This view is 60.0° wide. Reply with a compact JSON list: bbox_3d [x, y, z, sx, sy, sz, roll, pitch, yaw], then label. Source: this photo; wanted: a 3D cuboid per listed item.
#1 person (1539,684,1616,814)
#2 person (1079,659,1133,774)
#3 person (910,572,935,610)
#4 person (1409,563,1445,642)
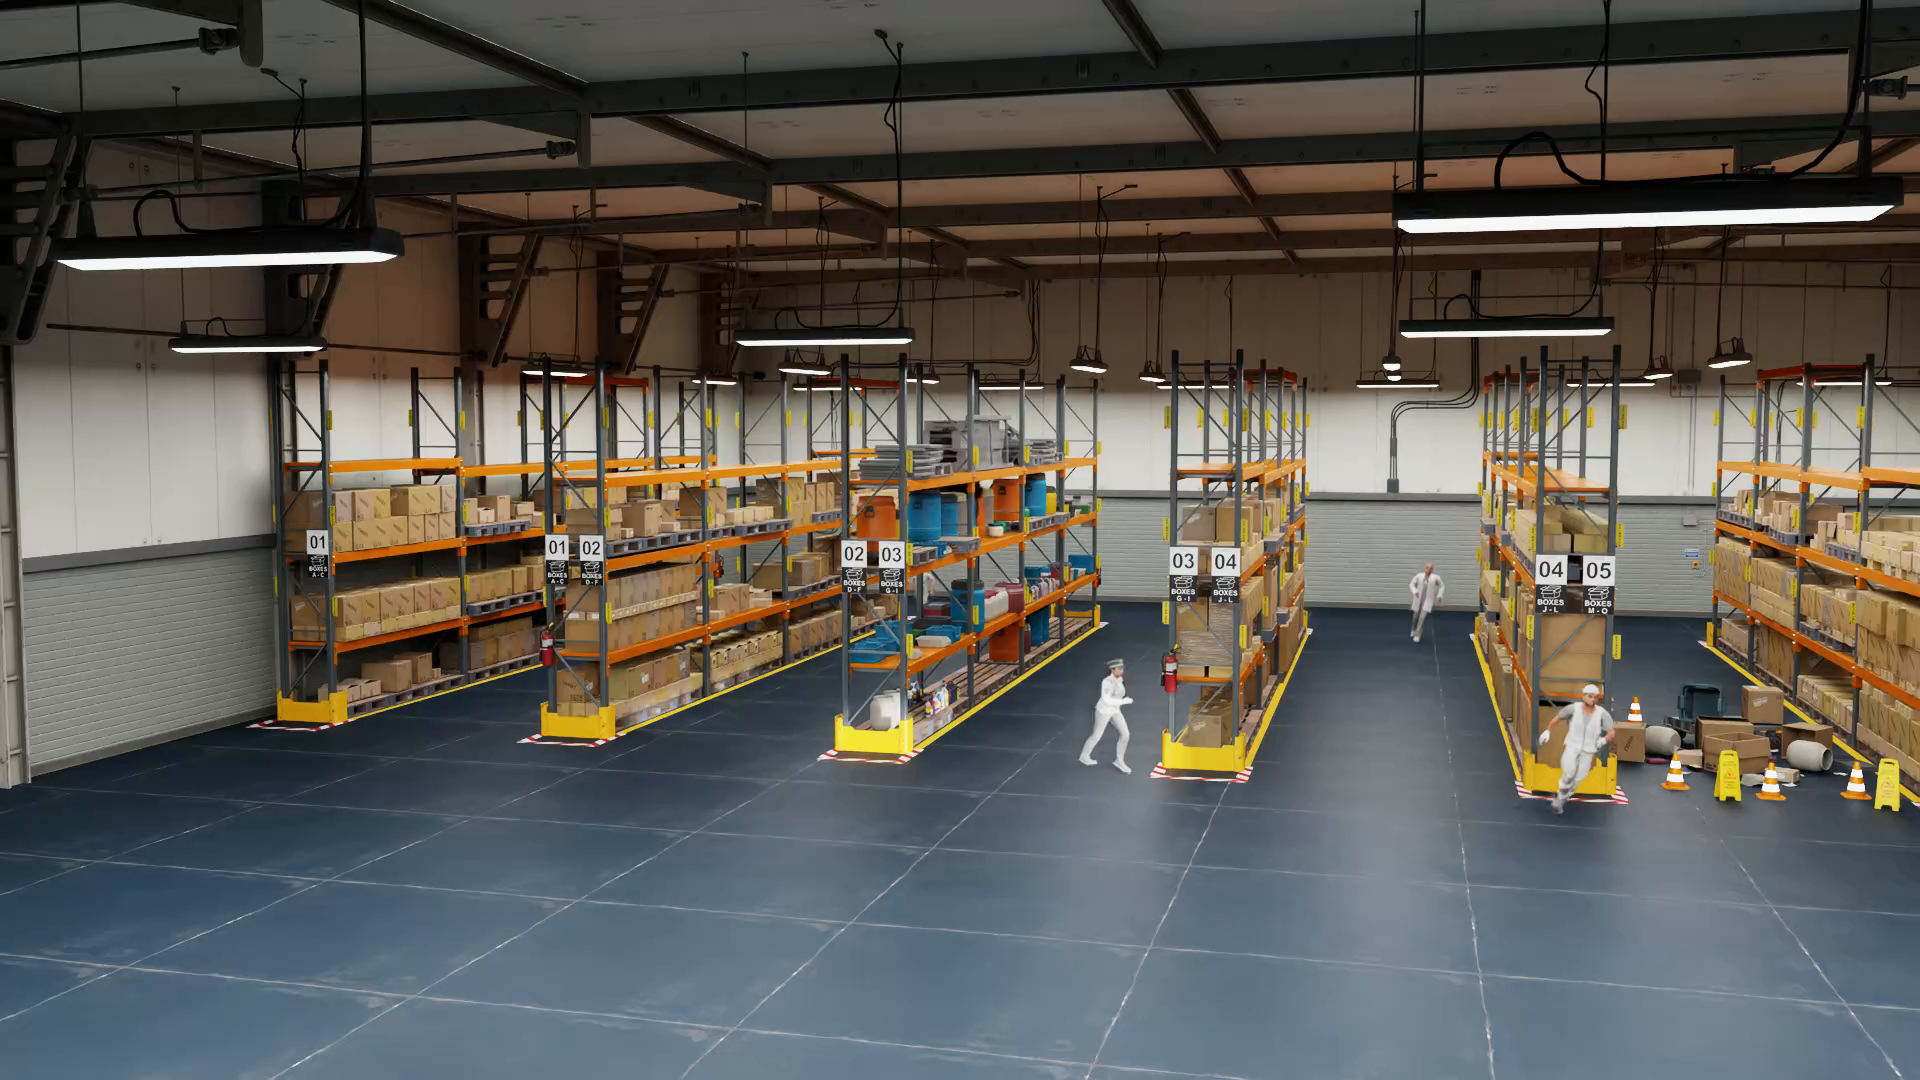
[{"bbox_3d":[7.833,2.657,21.030,0.844,1.691,0.717,0,4,7],"label":"person"},{"bbox_3d":[2.114,2.482,23.676,0.951,1.657,0.605,4,6,45],"label":"person"},{"bbox_3d":[-0.912,1.354,39.191,0.524,1.692,0.793,1,4,17],"label":"person"},{"bbox_3d":[10.560,1.400,37.673,0.767,1.763,0.979,2,5,24],"label":"person"}]
